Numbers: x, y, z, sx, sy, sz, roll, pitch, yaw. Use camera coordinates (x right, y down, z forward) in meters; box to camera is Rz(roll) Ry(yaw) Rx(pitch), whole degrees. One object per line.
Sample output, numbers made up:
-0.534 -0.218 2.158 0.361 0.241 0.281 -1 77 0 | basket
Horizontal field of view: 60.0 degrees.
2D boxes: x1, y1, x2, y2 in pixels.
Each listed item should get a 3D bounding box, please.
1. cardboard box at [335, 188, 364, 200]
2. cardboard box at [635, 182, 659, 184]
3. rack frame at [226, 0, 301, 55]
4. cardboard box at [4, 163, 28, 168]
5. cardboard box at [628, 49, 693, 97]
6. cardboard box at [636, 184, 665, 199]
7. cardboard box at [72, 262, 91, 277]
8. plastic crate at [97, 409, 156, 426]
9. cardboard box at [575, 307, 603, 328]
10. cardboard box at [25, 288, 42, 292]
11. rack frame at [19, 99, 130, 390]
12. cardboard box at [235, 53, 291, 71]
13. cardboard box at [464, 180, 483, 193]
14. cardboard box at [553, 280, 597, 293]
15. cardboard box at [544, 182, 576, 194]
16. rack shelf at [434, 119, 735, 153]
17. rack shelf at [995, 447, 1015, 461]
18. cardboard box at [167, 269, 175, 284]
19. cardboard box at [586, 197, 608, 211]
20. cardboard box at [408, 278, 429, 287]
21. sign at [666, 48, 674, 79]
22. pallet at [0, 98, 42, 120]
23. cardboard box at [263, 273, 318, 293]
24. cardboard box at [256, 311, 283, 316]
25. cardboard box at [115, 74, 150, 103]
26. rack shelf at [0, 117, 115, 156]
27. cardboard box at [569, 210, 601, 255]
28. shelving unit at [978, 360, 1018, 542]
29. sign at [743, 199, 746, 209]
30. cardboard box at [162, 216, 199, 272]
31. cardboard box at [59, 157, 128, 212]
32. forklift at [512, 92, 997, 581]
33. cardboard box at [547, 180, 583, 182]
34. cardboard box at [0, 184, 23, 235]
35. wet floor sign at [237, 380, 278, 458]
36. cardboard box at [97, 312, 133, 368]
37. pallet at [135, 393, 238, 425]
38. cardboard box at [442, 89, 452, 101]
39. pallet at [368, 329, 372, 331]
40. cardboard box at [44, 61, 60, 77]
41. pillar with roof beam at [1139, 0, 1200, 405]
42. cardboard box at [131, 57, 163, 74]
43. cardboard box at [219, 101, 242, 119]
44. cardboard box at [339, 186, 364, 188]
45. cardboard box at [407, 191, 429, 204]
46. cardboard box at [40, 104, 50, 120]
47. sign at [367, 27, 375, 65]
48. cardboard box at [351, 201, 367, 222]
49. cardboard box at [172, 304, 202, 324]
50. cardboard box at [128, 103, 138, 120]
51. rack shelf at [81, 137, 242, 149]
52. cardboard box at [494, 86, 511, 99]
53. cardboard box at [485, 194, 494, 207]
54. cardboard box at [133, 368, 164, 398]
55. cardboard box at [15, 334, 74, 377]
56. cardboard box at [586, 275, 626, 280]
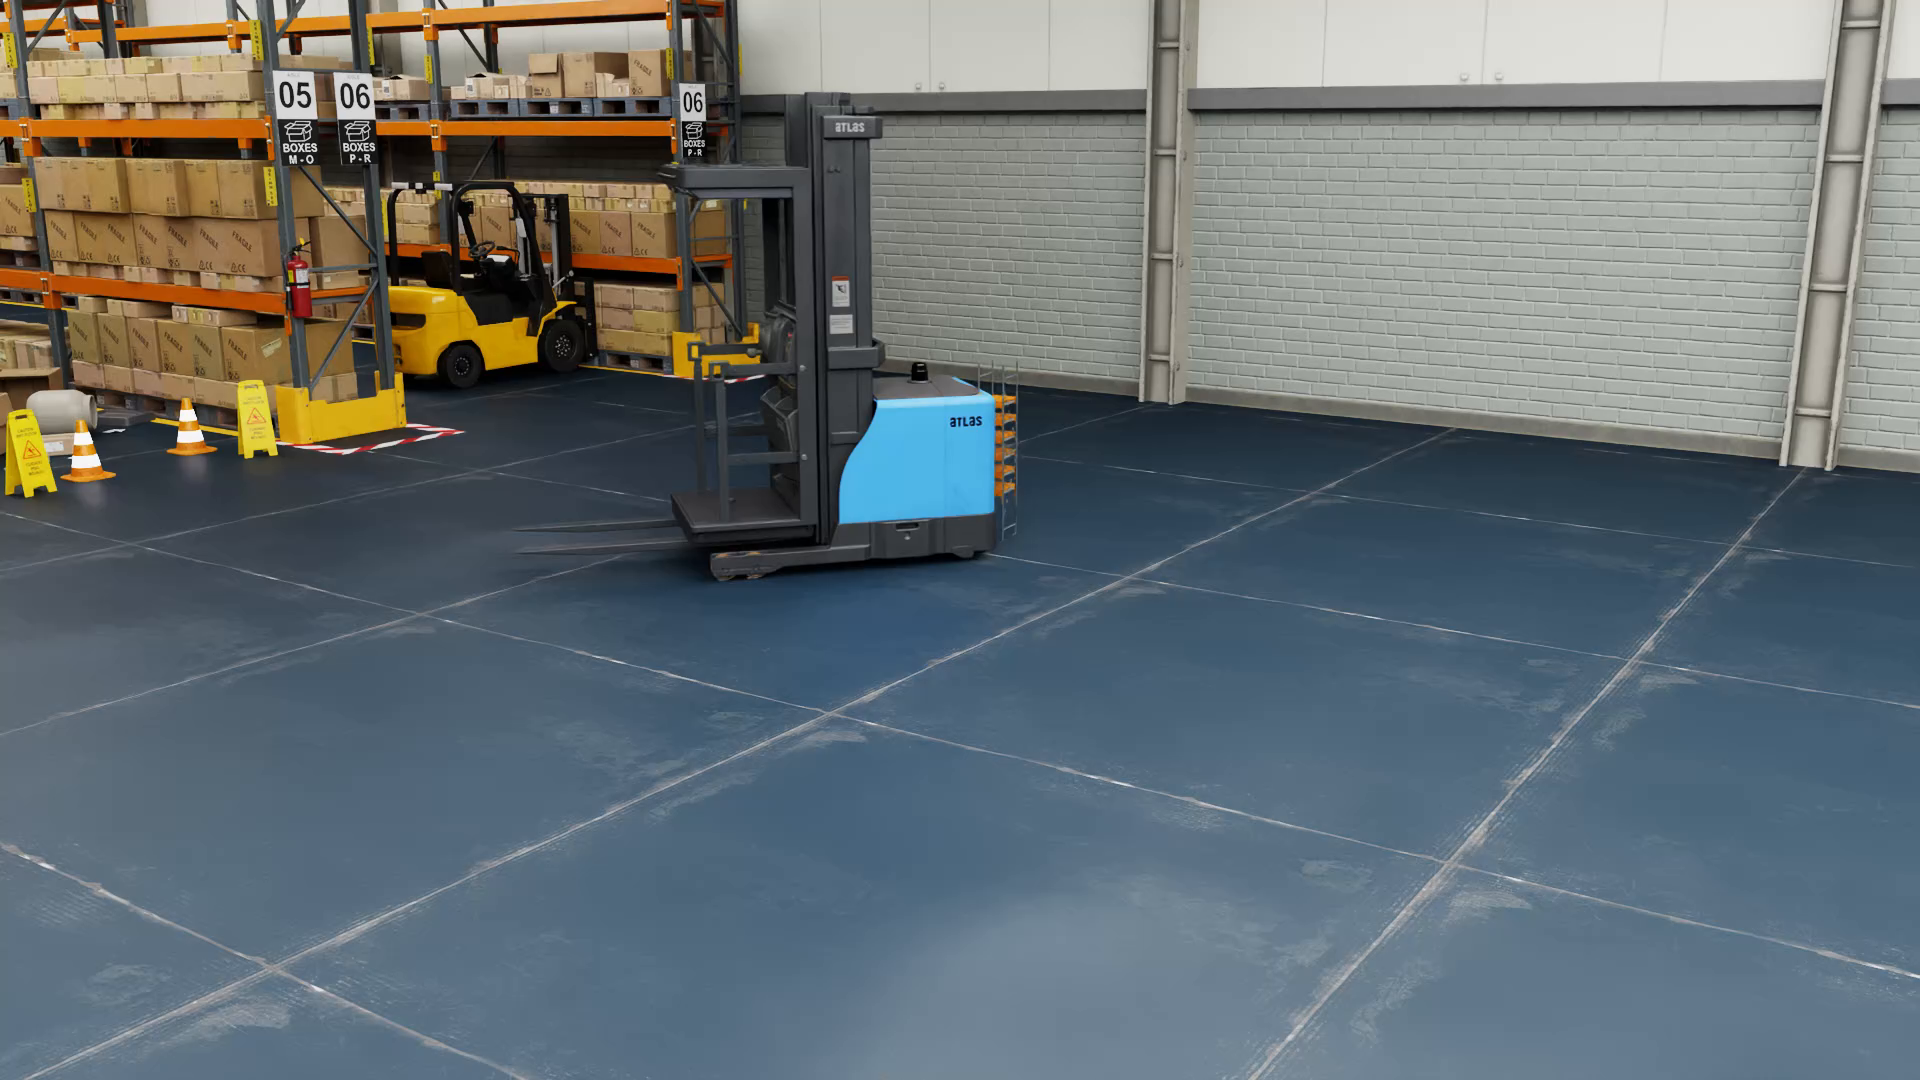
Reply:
-8.014 -4.565 21.965 0.250 0.149 0.380 9 17 33 | cardboard box
-3.604 -4.123 19.559 0.250 0.149 0.380 9 17 33 | cardboard box
-9.460 -7.402 22.498 0.127 3.000 1.000 9 17 33 | rack frame
-14.628 -5.683 26.169 0.500 0.500 0.500 10 17 34 | cardboard box
-3.325 -5.185 18.493 0.500 0.500 0.500 10 17 35 | cardboard box
-3.459 -3.958 18.892 0.250 0.149 0.380 9 17 33 | cardboard box
-8.587 -2.712 16.557 0.250 0.149 0.380 10 17 34 | cardboard box
-8.063 -1.172 15.891 0.583 0.080 0.402 3 14 14 | plastic crate
-4.251 -2.666 19.659 0.500 0.250 0.500 9 16 32 | cardboard box
-14.573 -4.239 26.533 0.500 0.500 0.500 10 17 34 | cardboard box
-8.908 -2.963 17.051 0.127 3.000 1.000 9 17 33 | rack frame
-6.035 -4.134 14.404 0.250 0.149 0.380 9 17 33 | cardboard box
-6.042 -4.359 20.514 0.250 0.149 0.380 10 17 34 | cardboard box
-4.646 -2.974 19.860 0.500 0.250 0.500 9 16 32 | cardboard box
-4.712 -4.173 19.759 0.250 0.149 0.380 9 17 33 | cardboard box
-4.482 -4.792 19.694 4.000 0.370 1.077 9 17 33 | rack shelf
0.254 -0.561 11.276 0.180 0.103 0.258 7 15 25 | rack shelf
-7.277 -2.521 15.789 0.250 0.149 0.380 9 17 33 | cardboard box
-4.123 -3.908 19.311 0.250 0.149 0.380 9 16 31 | cardboard box
-6.580 -3.072 21.560 0.625 0.625 0.875 10 17 35 | cardboard box
-3.137 -5.158 17.998 0.005 0.325 0.100 9 17 33 | sign
-9.361 -4.432 17.134 1.003 0.211 1.213 9 17 33 | pallet
-6.019 -2.312 14.945 0.250 0.149 0.380 10 17 35 | cardboard box
-6.972 -1.965 16.304 0.500 0.500 0.500 10 17 34 | cardboard box
-7.434 -4.173 15.389 0.500 0.250 0.500 9 17 33 | cardboard box
-10.568 -4.338 17.861 4.000 0.370 1.077 9 17 33 | rack shelf
-4.228 -3.619 19.493 0.500 0.500 0.500 9 16 32 | cardboard box
0.254 -0.604 11.265 0.189 1.200 0.258 7 15 25 | shelving unit
-2.507 -3.986 19.215 0.005 0.325 0.100 9 17 33 | sign
-7.020 -2.773 15.458 0.500 0.500 0.500 9 17 33 | cardboard box
-8.253 -3.466 16.176 0.500 0.500 0.700 9 17 33 | cardboard box
-1.336 -1.311 10.520 3.031 2.935 1.130 -4 14 -16 | forklift
-4.849 -4.344 20.452 0.250 0.149 0.380 9 16 32 | cardboard box
-9.832 -3.442 17.286 0.500 0.500 0.500 9 17 33 | cardboard box
-6.029 -1.045 14.202 0.267 0.644 0.232 -10 17 -35 | wet floor sign
-8.119 -1.994 16.424 0.500 0.500 0.500 10 17 35 | cardboard box
-7.315 -1.363 16.391 1.213 0.211 1.003 9 17 33 | pallet
-6.736 -5.693 21.277 0.250 0.149 0.380 9 17 33 | cardboard box
-8.799 -3.018 23.076 1.213 0.211 1.003 9 17 33 | pallet
-8.597 -4.548 16.074 0.250 0.149 0.380 10 17 34 | cardboard box
-0.321 -4.939 12.549 0.400 9.000 9.100 9 17 33 | pillar with roof beam
-7.326 -4.333 15.207 0.250 0.149 0.380 10 17 34 | cardboard box
-6.266 -3.780 14.630 0.250 0.149 0.380 9 17 33 | cardboard box
-8.201 -4.721 22.593 0.250 0.149 0.380 9 17 32 | cardboard box
-6.773 -4.349 21.093 0.250 0.149 0.380 9 16 32 | cardboard box
-8.785 -4.206 16.351 0.250 0.149 0.380 9 16 32 | cardboard box
-5.287 -4.415 14.856 0.005 0.325 0.100 9 17 33 | sign
-7.543 -4.275 21.624 0.500 0.250 0.500 10 17 34 | cardboard box
-7.166 -2.136 15.648 0.250 0.149 0.380 10 17 35 | cardboard box
-7.505 -3.999 15.517 0.250 0.149 0.380 9 17 33 | cardboard box
-11.120 -5.865 24.028 4.000 0.370 1.077 9 17 33 | rack shelf
-5.301 -5.316 19.755 0.250 0.149 0.380 10 17 34 | cardboard box
-5.576 -4.158 20.319 0.250 0.149 0.380 9 17 33 | cardboard box
-7.679 -1.559 16.229 0.500 0.250 0.500 9 16 32 | cardboard box
-9.345 -1.961 17.599 0.625 0.372 0.950 9 17 34 | cardboard box
-4.362 -3.079 20.288 0.500 0.250 0.500 9 16 32 | cardboard box
